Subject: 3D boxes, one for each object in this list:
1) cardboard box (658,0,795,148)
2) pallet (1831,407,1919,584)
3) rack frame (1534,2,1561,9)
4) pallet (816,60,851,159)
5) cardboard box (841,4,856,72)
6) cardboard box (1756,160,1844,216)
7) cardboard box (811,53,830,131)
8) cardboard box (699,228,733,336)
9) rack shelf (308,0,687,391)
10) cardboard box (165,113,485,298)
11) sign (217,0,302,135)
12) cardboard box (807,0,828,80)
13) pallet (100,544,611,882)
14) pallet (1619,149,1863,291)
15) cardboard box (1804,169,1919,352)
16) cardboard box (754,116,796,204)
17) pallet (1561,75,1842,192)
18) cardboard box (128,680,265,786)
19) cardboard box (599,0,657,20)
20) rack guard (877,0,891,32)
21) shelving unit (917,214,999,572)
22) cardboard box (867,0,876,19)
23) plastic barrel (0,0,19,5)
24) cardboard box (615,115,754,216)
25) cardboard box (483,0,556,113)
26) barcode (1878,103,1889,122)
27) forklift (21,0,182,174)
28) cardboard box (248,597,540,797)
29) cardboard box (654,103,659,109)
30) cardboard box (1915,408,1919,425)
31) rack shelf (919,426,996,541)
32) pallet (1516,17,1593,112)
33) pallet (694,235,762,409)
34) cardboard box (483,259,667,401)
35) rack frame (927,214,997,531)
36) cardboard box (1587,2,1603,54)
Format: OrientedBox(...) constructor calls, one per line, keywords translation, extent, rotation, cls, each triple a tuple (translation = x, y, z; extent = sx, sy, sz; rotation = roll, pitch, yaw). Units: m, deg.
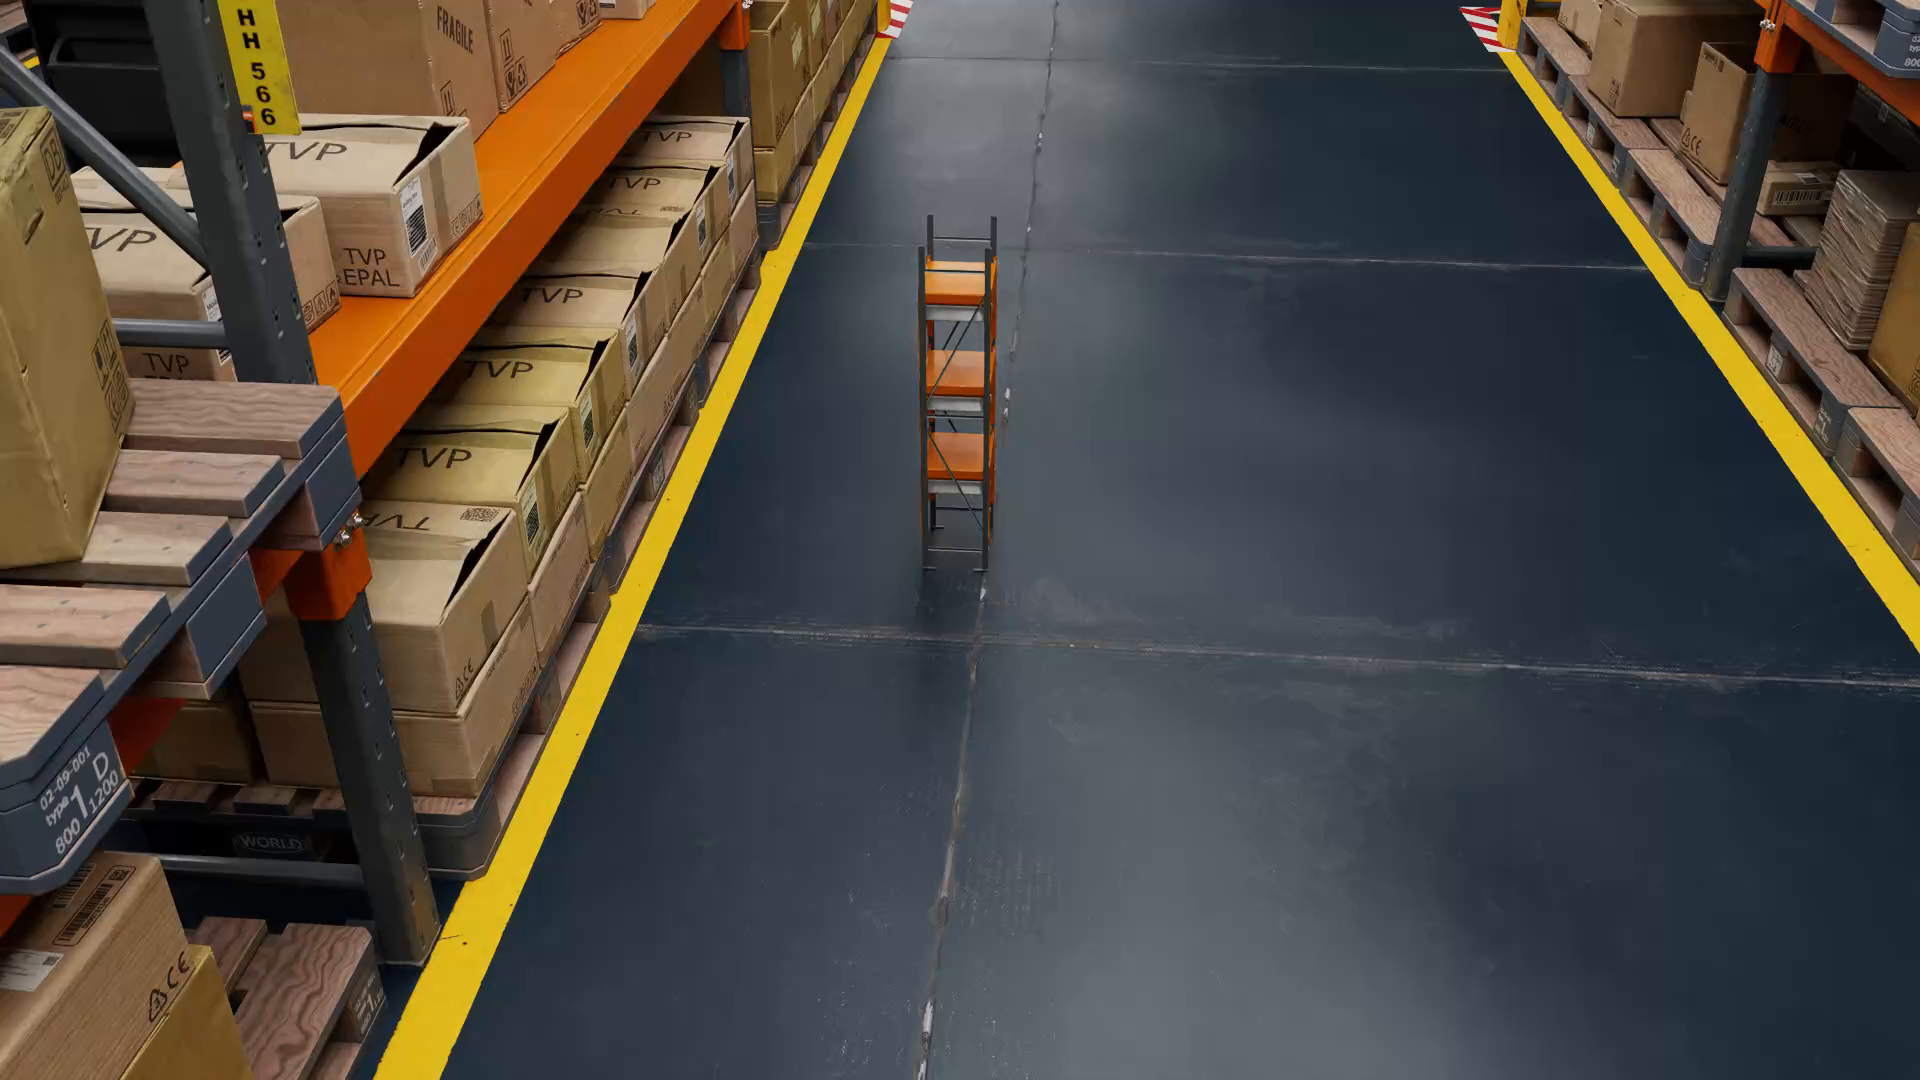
OrientedBox(translation=(-1.011, -2.022, 7.178), extent=(0.500, 0.500, 0.500), rotation=(2, 32, 4), cls="cardboard box")
OrientedBox(translation=(3.418, -0.022, 5.084), extent=(1.003, 0.211, 1.213), rotation=(2, 32, 4), cls="pallet")
OrientedBox(translation=(3.899, -4.348, 9.446), extent=(0.949, 2.616, 0.053), rotation=(2, 32, 4), cls="rack frame")
OrientedBox(translation=(-1.157, -2.332, 8.833), extent=(1.003, 0.211, 1.213), rotation=(2, 32, 4), cls="pallet")
OrientedBox(translation=(-0.852, -2.749, 9.072), extent=(0.500, 0.250, 0.500), rotation=(2, 32, 4), cls="cardboard box")
OrientedBox(translation=(3.591, -1.518, 7.135), extent=(0.380, 0.166, 0.250), rotation=(-2, 32, -2), cls="cardboard box")
OrientedBox(translation=(-0.929, -2.226, 8.223), extent=(0.500, 0.250, 0.500), rotation=(2, 32, 4), cls="cardboard box")
OrientedBox(translation=(-1.148, -0.980, 6.202), extent=(0.500, 0.250, 0.500), rotation=(2, 32, 3), cls="cardboard box")
OrientedBox(translation=(-1.523, -1.197, 4.832), extent=(0.919, 0.124, 3.809), rotation=(2, 32, 4), cls="rack shelf")
OrientedBox(translation=(-1.420, -0.795, 3.766), extent=(0.500, 0.311, 0.500), rotation=(2, 32, 3), cls="cardboard box")
OrientedBox(translation=(-1.145, -0.815, 2.685), extent=(0.100, 0.325, 0.005), rotation=(2, 32, 4), cls="sign")
OrientedBox(translation=(-0.929, -2.545, 8.026), extent=(0.500, 0.500, 0.500), rotation=(2, 32, 4), cls="cardboard box")
OrientedBox(translation=(-1.580, 0.384, 4.425), extent=(1.003, 0.211, 1.213), rotation=(2, 32, 4), cls="pallet")
OrientedBox(translation=(3.596, -1.421, 7.355), extent=(1.003, 0.211, 1.213), rotation=(2, 32, 4), cls="pallet")
OrientedBox(translation=(3.534, -0.993, 5.966), extent=(0.700, 0.500, 0.500), rotation=(3, 32, 6), cls="cardboard box")
OrientedBox(translation=(-1.021, -1.703, 7.375), extent=(0.500, 0.250, 0.500), rotation=(2, 32, 4), cls="cardboard box")
OrientedBox(translation=(3.693, -2.061, 8.393), extent=(1.003, 0.211, 1.213), rotation=(2, 32, 4), cls="pallet")
OrientedBox(translation=(-1.886, 0.332, 4.072), extent=(0.500, 0.250, 0.500), rotation=(3, 32, 5), cls="cardboard box")
OrientedBox(translation=(-1.249, -1.941, 5.668), extent=(0.396, 0.266, 0.258), rotation=(2, 32, 3), cls="cardboard box")
OrientedBox(translation=(-1.033, -3.505, 10.462), extent=(1.175, 0.500, 0.348), rotation=(2, 32, 4), cls="rack guard")
OrientedBox(translation=(-0.004, -0.419, 4.929), extent=(0.215, 1.050, 0.252), rotation=(2, 32, 4), cls="shelving unit")
OrientedBox(translation=(-0.784, -3.272, 9.921), extent=(0.500, 0.250, 0.500), rotation=(2, 32, 4), cls="cardboard box")
OrientedBox(translation=(-5.949, -3.543, 10.111), extent=(0.421, 0.512, 0.421), rotation=(0, 32, 0), cls="plastic barrel")
OrientedBox(translation=(-1.108, -1.488, 6.492), extent=(0.500, 0.311, 0.500), rotation=(2, 32, 4), cls="cardboard box")
OrientedBox(translation=(-1.523, -1.570, 4.843), extent=(0.500, 0.500, 0.500), rotation=(3, 32, 4), cls="cardboard box")
OrientedBox(translation=(3.860, -1.787, 6.949), extent=(0.001, 0.075, 0.075), rotation=(2, 32, 4), cls="barcode")
OrientedBox(translation=(-3.023, -2.108, 5.877), extent=(1.130, 2.935, 3.031), rotation=(4, 32, 7), cls="forklift")
OrientedBox(translation=(-1.351, 0.357, 4.033), extent=(0.500, 0.250, 0.500), rotation=(2, 32, 4), cls="cardboard box")
OrientedBox(translation=(-1.488, -2.306, 7.638), extent=(0.500, 0.500, 0.500), rotation=(2, 32, 4), cls="cardboard box")
OrientedBox(translation=(3.460, -0.456, 5.094), extent=(0.700, 0.500, 0.500), rotation=(3, 32, 5), cls="cardboard box")
OrientedBox(translation=(-0.004, -0.173, 5.081), extent=(0.215, 0.259, 0.240), rotation=(2, 32, 4), cls="rack shelf")
OrientedBox(translation=(3.795, -2.697, 9.426), extent=(1.003, 0.211, 1.213), rotation=(2, 32, 4), cls="pallet")
OrientedBox(translation=(-1.382, -0.891, 6.495), extent=(1.003, 0.211, 1.213), rotation=(2, 32, 4), cls="pallet")
OrientedBox(translation=(-1.231, -0.693, 5.201), extent=(0.500, 0.311, 0.500), rotation=(2, 32, 3), cls="cardboard box")
OrientedBox(translation=(0.006, -0.483, 5.033), extent=(0.200, 1.050, 0.008), rotation=(2, 32, 4), cls="rack frame")
OrientedBox(translation=(3.710, -2.734, 8.971), extent=(0.500, 0.311, 0.500), rotation=(5, 32, 8), cls="cardboard box")
